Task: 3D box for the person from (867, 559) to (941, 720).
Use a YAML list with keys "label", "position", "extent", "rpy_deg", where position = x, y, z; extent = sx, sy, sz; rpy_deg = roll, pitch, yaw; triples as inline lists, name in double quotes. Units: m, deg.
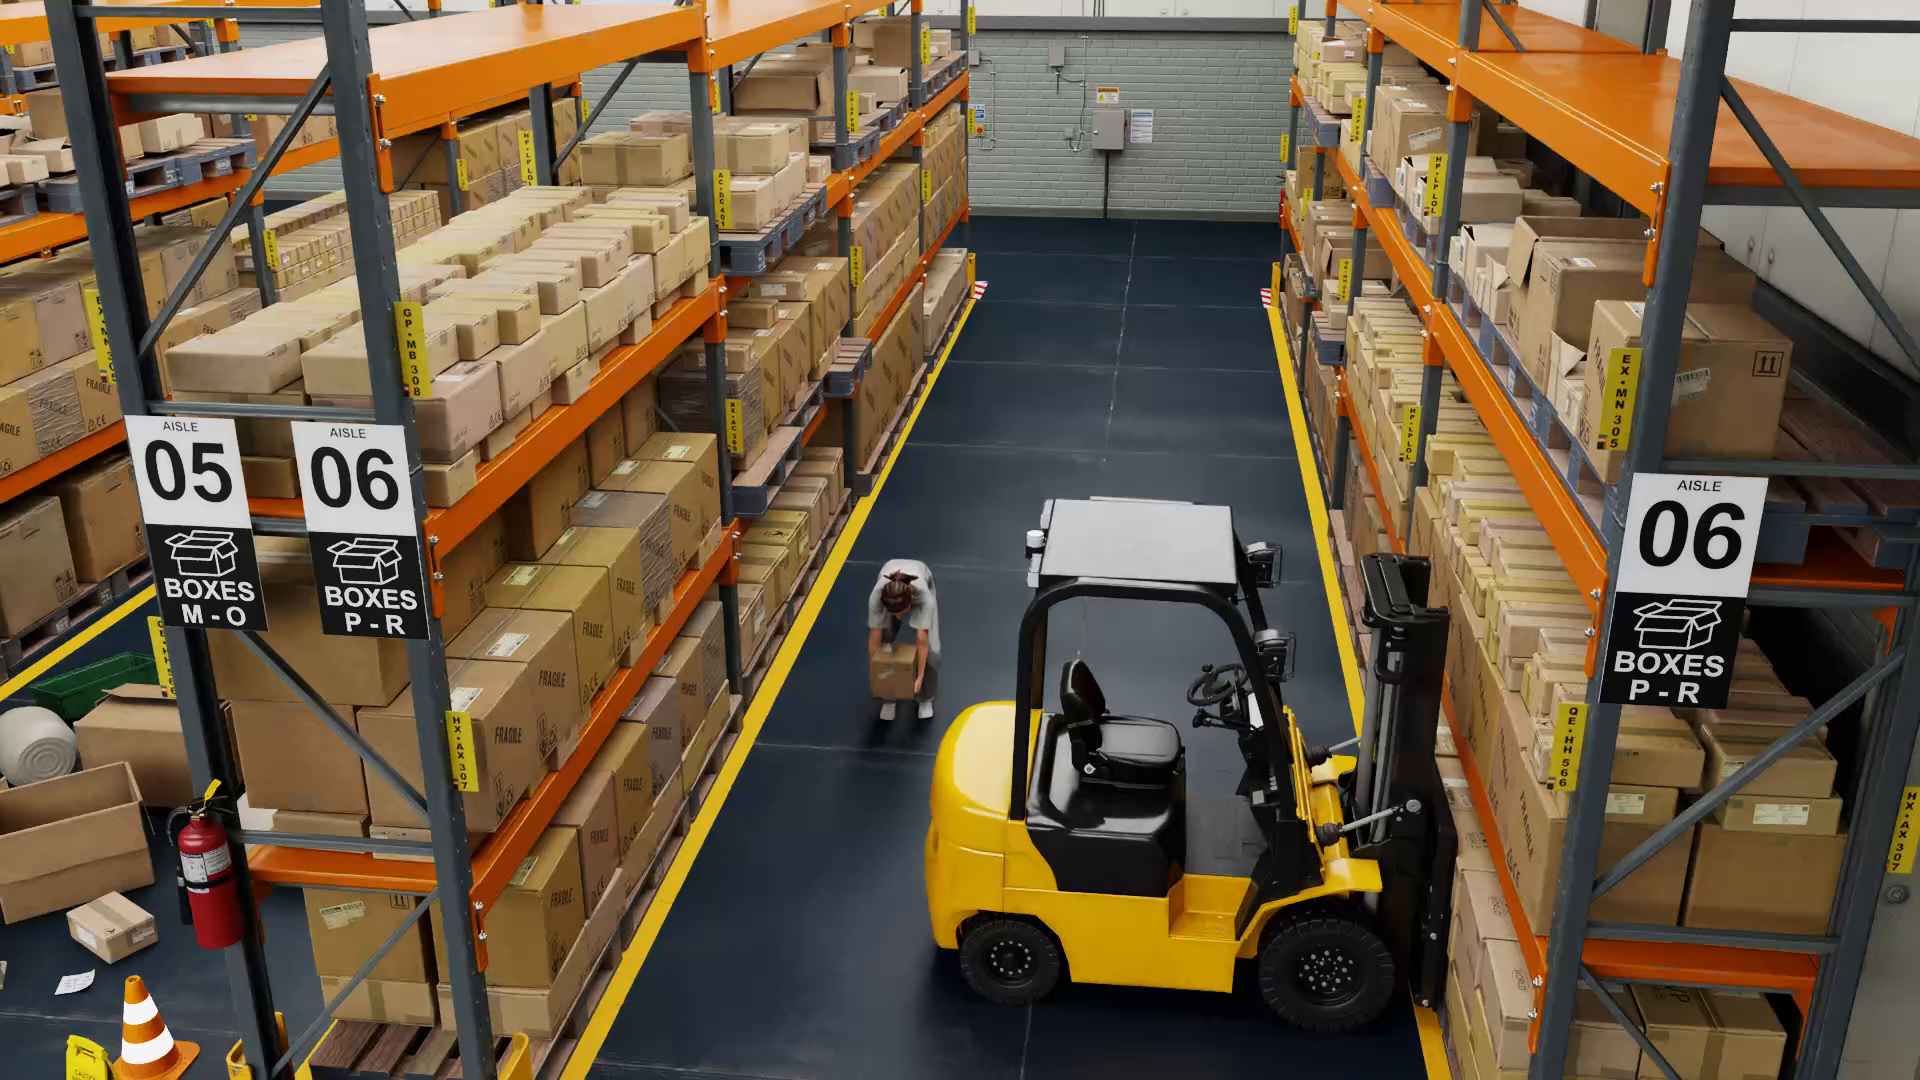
- label: "person"
  position: [-0.348, 0.628, 10.249]
  extent: [0.448, 1.113, 0.857]
  rpy_deg: [2, 21, 4]
